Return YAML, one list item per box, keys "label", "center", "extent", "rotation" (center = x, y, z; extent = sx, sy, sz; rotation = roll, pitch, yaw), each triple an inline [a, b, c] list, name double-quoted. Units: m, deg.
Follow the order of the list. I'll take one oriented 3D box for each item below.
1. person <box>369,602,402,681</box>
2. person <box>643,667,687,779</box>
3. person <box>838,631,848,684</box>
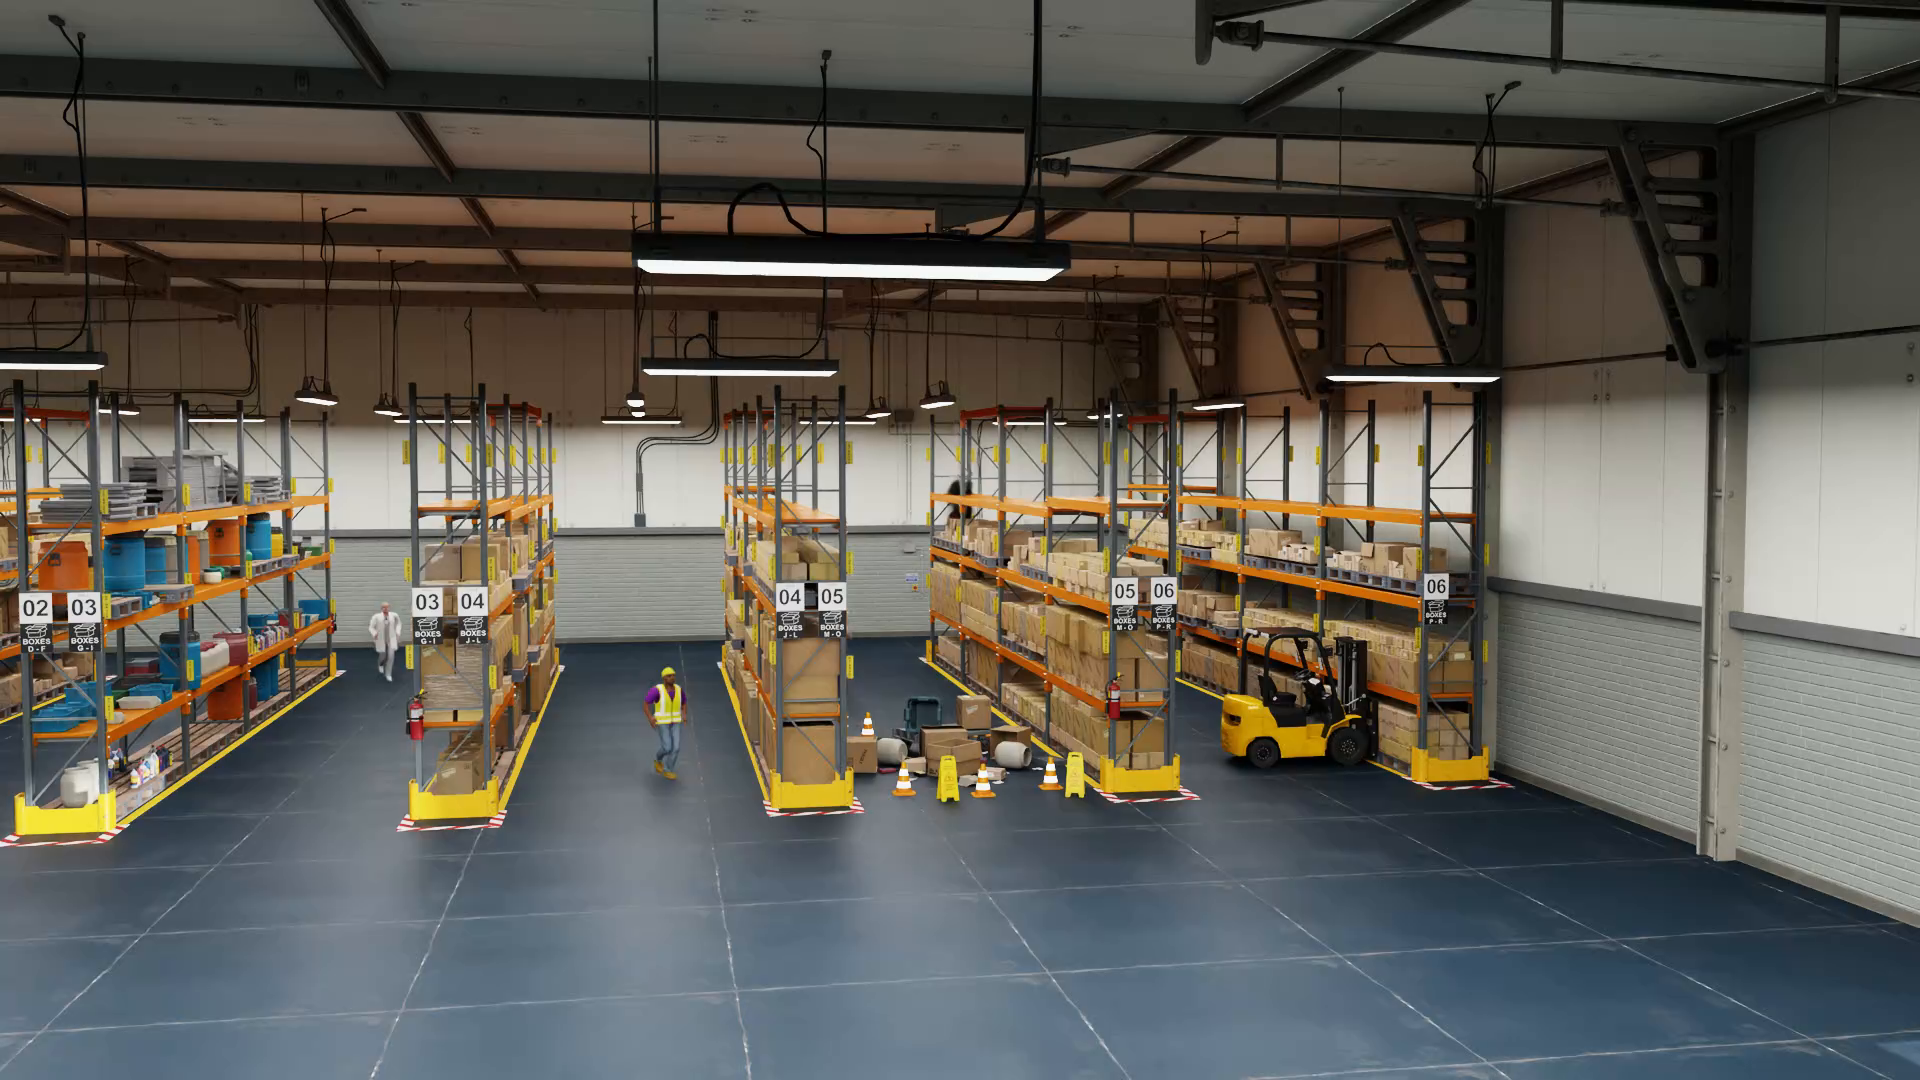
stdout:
- label: "person"
  center: [-12.872, 2.256, 37.273]
  extent: [0.706, 1.752, 0.841]
  rotation: [-1, 3, -26]
- label: "person"
  center: [-4.540, 2.834, 25.798]
  extent: [0.708, 1.727, 0.546]
  rotation: [-2, 3, -32]
- label: "person"
  center: [-2.765, 2.360, 36.366]
  extent: [0.626, 1.631, 0.637]
  rotation: [0, 3, -8]
